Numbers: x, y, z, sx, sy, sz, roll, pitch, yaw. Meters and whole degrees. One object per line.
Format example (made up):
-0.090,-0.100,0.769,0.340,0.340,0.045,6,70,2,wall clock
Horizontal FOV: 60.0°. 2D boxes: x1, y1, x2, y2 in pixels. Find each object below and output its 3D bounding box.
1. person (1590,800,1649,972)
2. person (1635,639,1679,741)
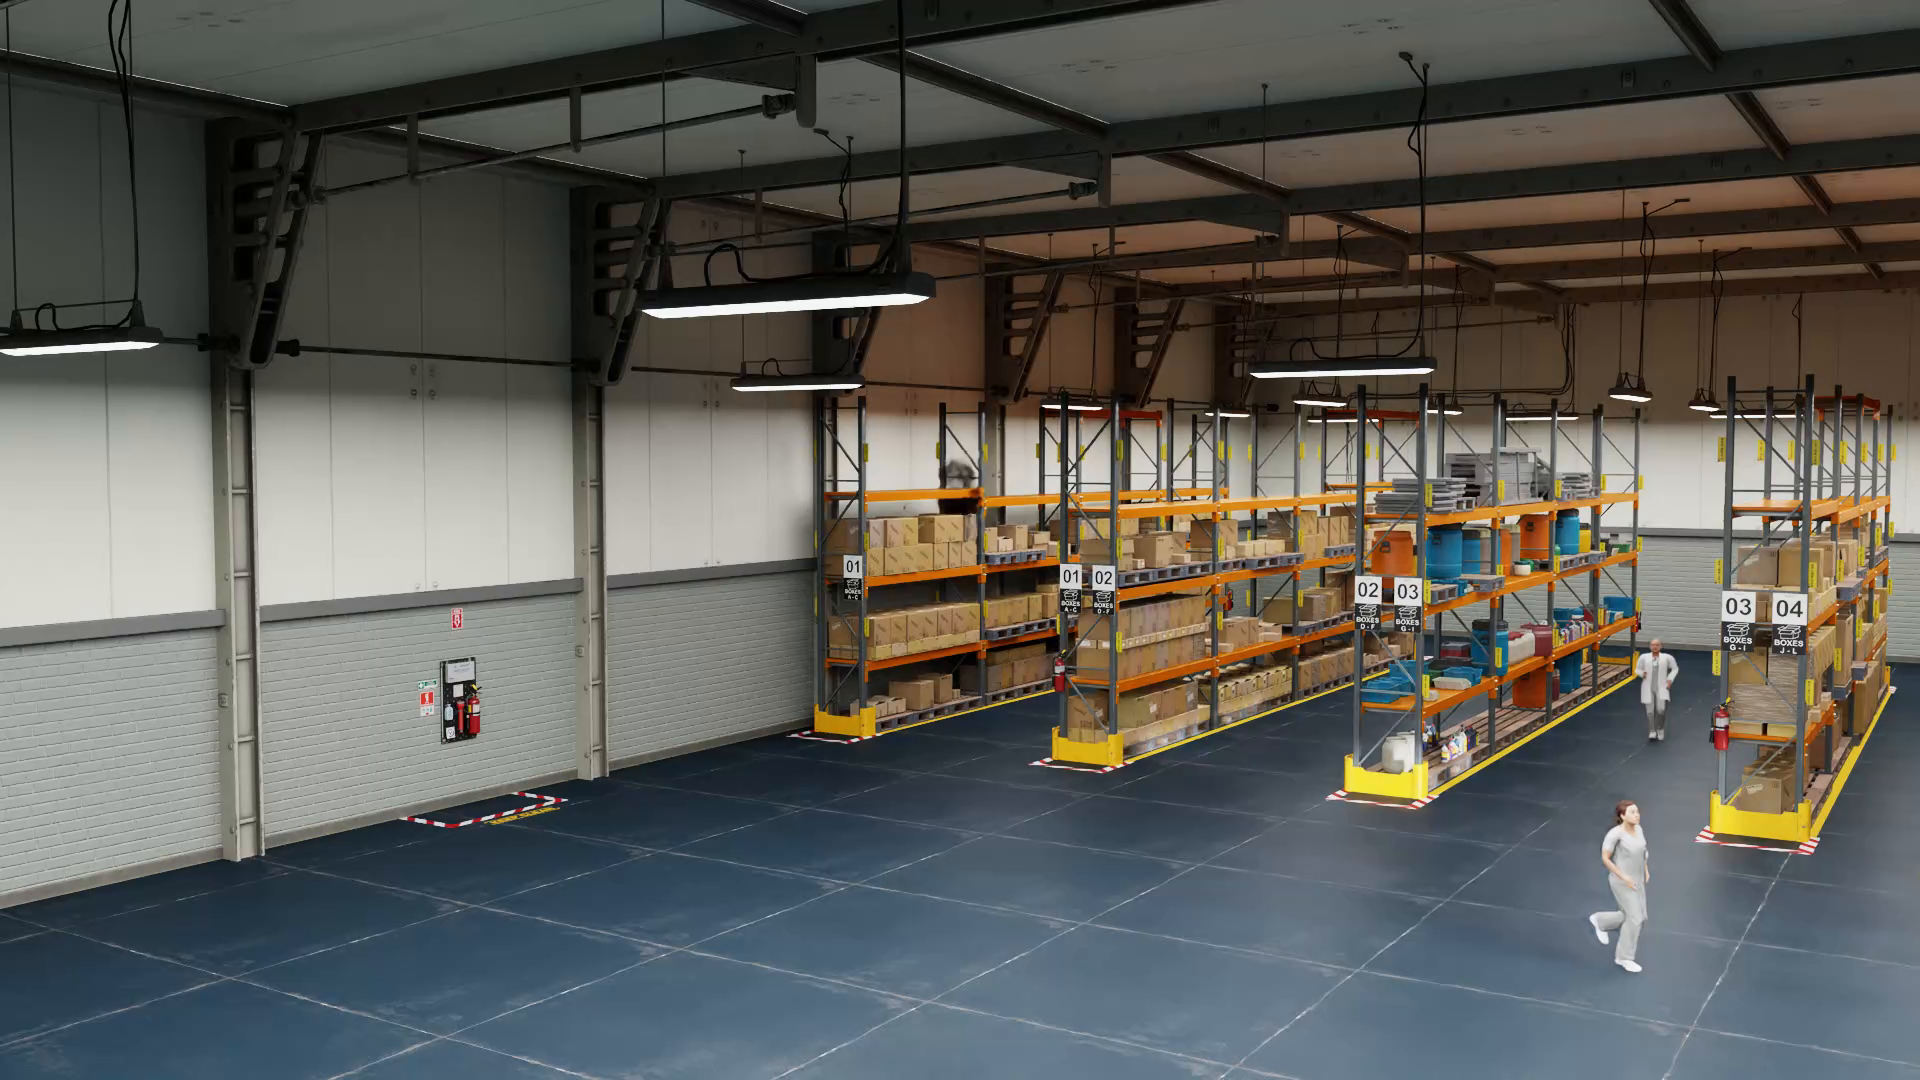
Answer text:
6.445,3.336,16.274,0.572,1.651,0.638,-2,3,-29,person
12.068,2.610,28.860,0.694,1.762,0.662,2,3,27,person
